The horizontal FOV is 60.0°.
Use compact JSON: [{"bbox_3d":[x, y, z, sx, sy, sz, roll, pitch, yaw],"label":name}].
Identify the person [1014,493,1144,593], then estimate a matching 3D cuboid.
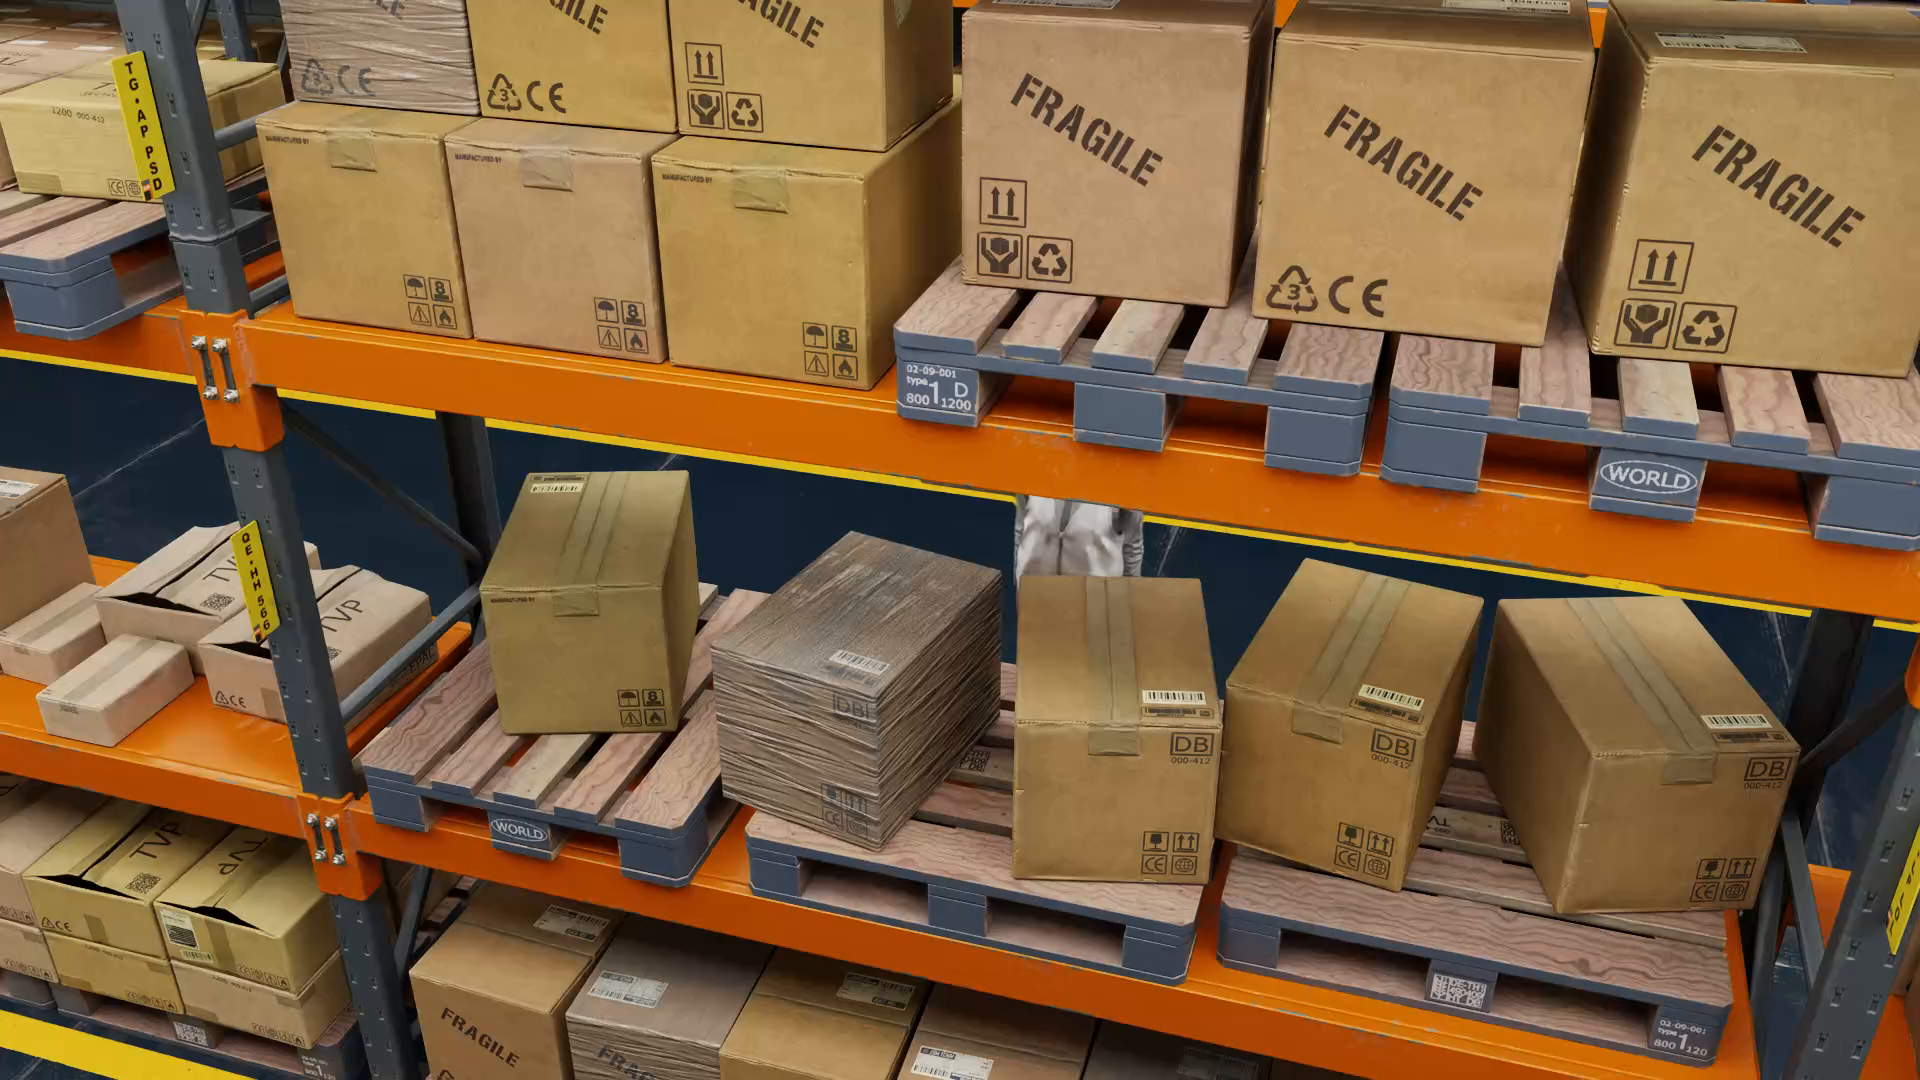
[{"bbox_3d":[0.460,0.231,6.689,0.531,1.771,0.357,9,30,16],"label":"person"}]
